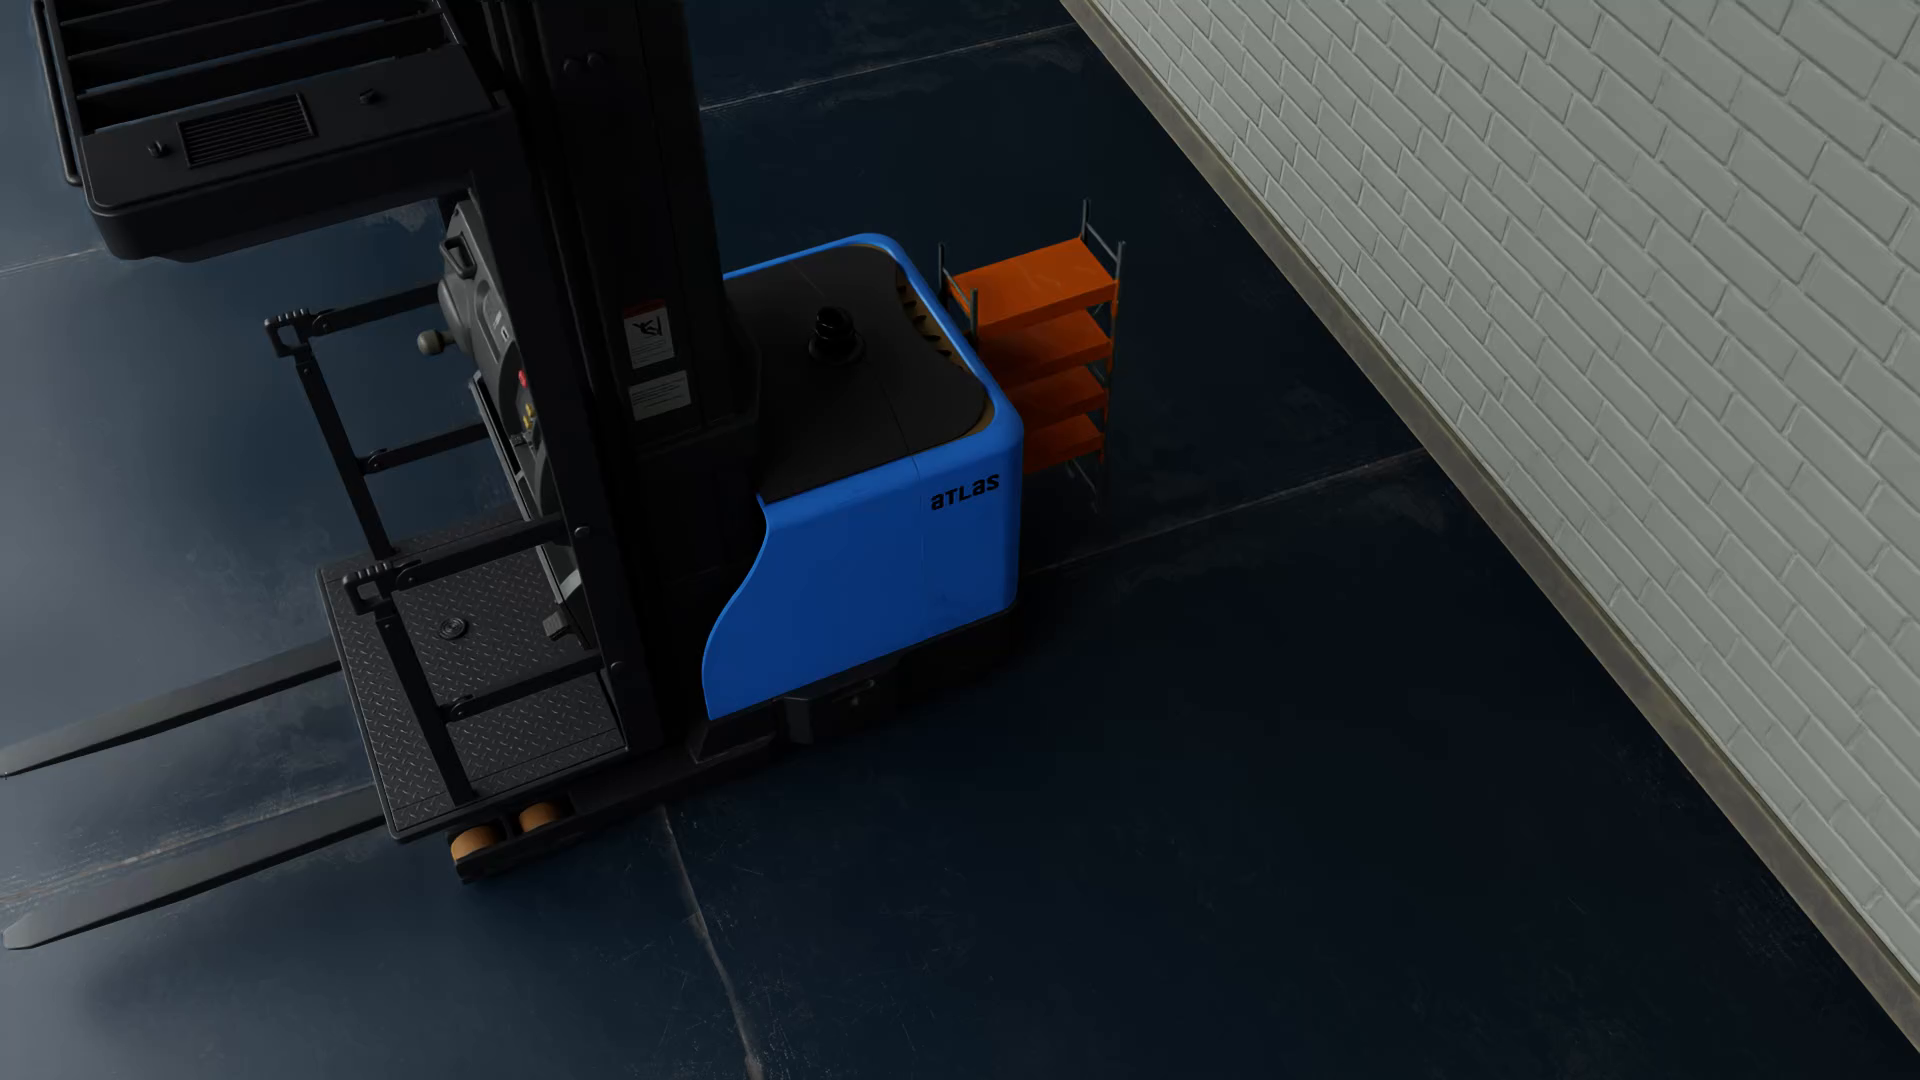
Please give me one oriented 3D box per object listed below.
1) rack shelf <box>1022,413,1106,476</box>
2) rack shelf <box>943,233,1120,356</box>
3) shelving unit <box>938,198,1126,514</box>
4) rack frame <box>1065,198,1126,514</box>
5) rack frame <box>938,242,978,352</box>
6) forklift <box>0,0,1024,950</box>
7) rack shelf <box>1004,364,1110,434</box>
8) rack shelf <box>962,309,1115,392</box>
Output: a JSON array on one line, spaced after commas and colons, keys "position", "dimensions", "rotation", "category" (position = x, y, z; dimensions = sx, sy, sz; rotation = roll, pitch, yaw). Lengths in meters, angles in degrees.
[{"position": [0.214, -0.314, 5.579], "dimensions": [0.480, 0.148, 0.258], "rotation": [-20, 52, -16], "category": "rack shelf"}, {"position": [0.214, -0.743, 5.079], "dimensions": [0.480, 0.148, 0.258], "rotation": [-20, 52, -16], "category": "rack shelf"}, {"position": [0.214, -0.487, 5.377], "dimensions": [0.503, 1.200, 0.258], "rotation": [-20, 52, -16], "category": "shelving unit"}, {"position": [0.434, -0.566, 5.446], "dimensions": [0.015, 1.200, 0.240], "rotation": [-20, 52, -16], "category": "rack frame"}, {"position": [-0.006, -0.407, 5.309], "dimensions": [0.015, 1.200, 0.240], "rotation": [-20, 52, -16], "category": "rack frame"}, {"position": [-1.363, -0.422, 4.180], "dimensions": [3.031, 2.935, 1.130], "rotation": [-20, 52, -16], "category": "forklift"}, {"position": [0.214, -0.443, 5.428], "dimensions": [0.480, 0.148, 0.258], "rotation": [-20, 52, -16], "category": "rack shelf"}, {"position": [0.214, -0.589, 5.259], "dimensions": [0.480, 0.148, 0.258], "rotation": [-20, 52, -16], "category": "rack shelf"}]
